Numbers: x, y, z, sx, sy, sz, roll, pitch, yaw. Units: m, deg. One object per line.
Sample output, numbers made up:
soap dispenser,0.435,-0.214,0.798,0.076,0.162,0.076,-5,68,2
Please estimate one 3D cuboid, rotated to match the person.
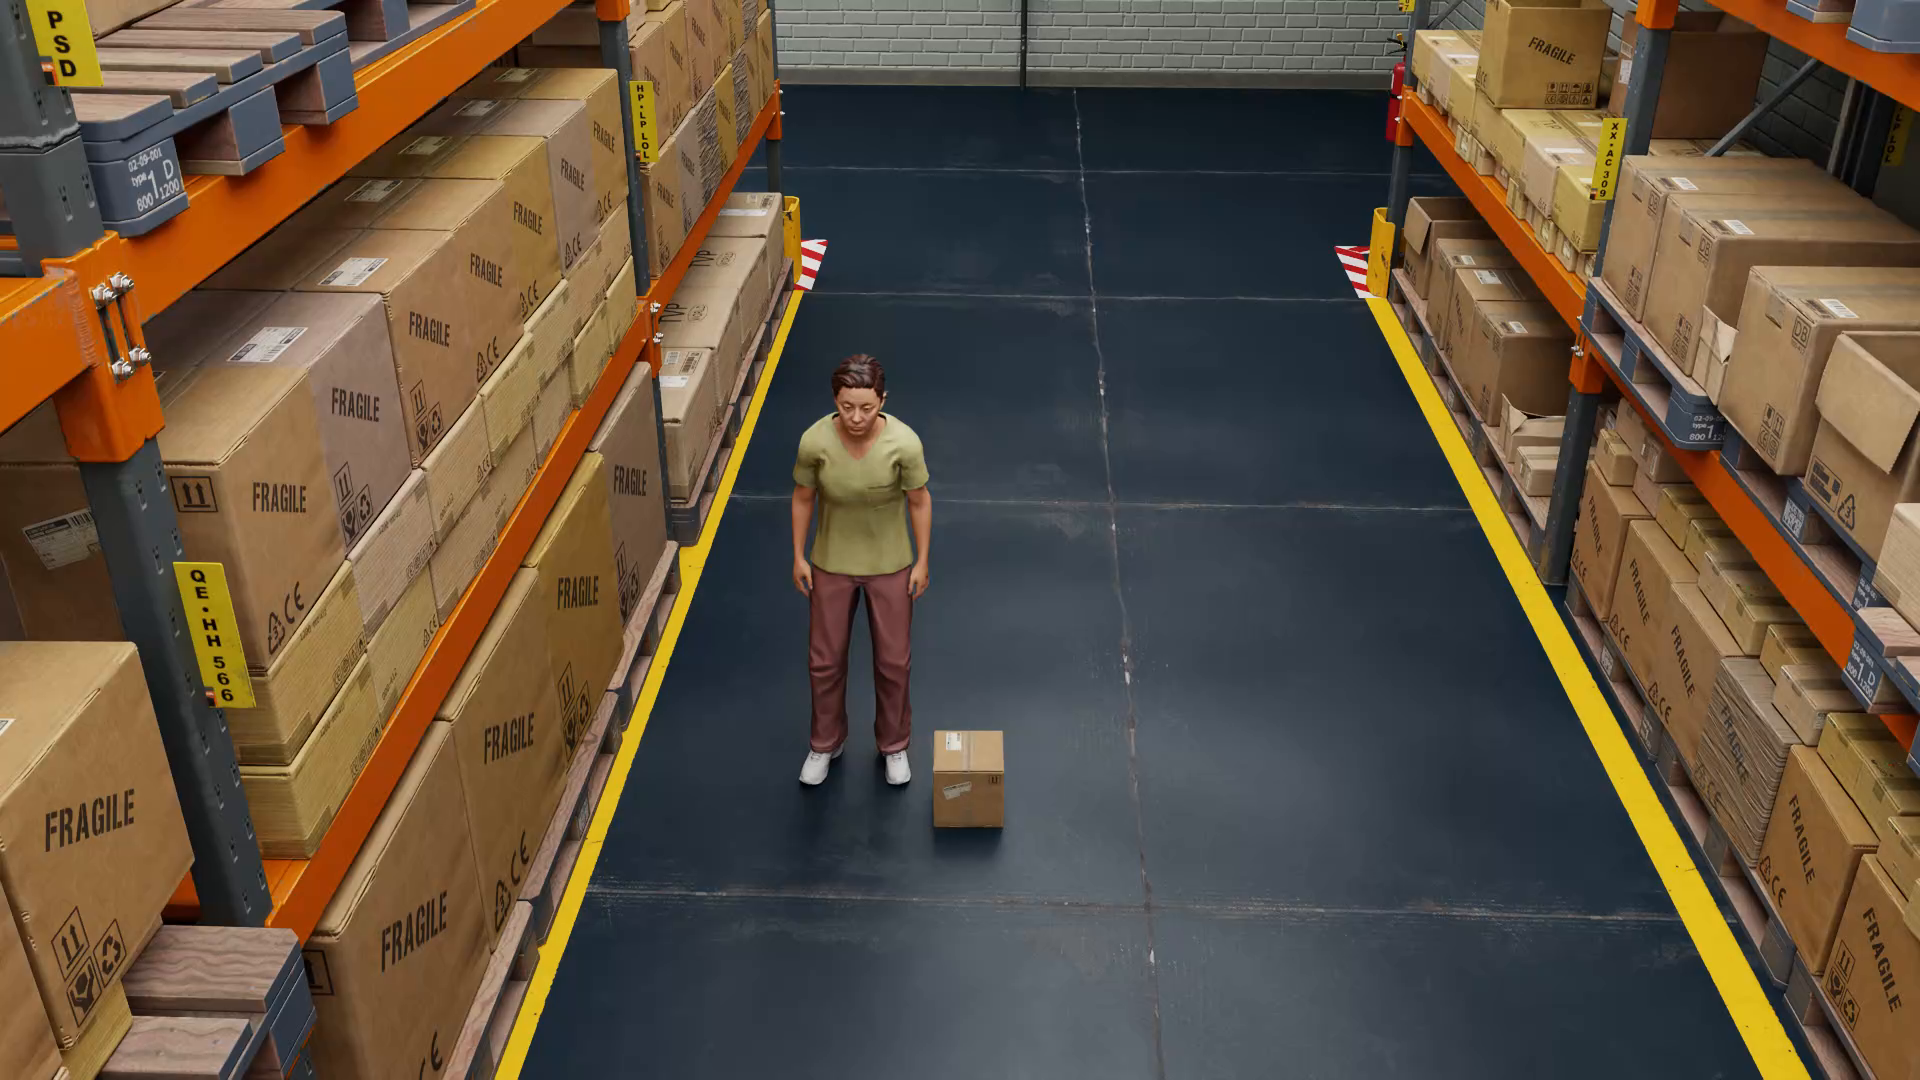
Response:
person,-0.351,0.121,5.918,0.498,1.651,0.346,1,28,2
